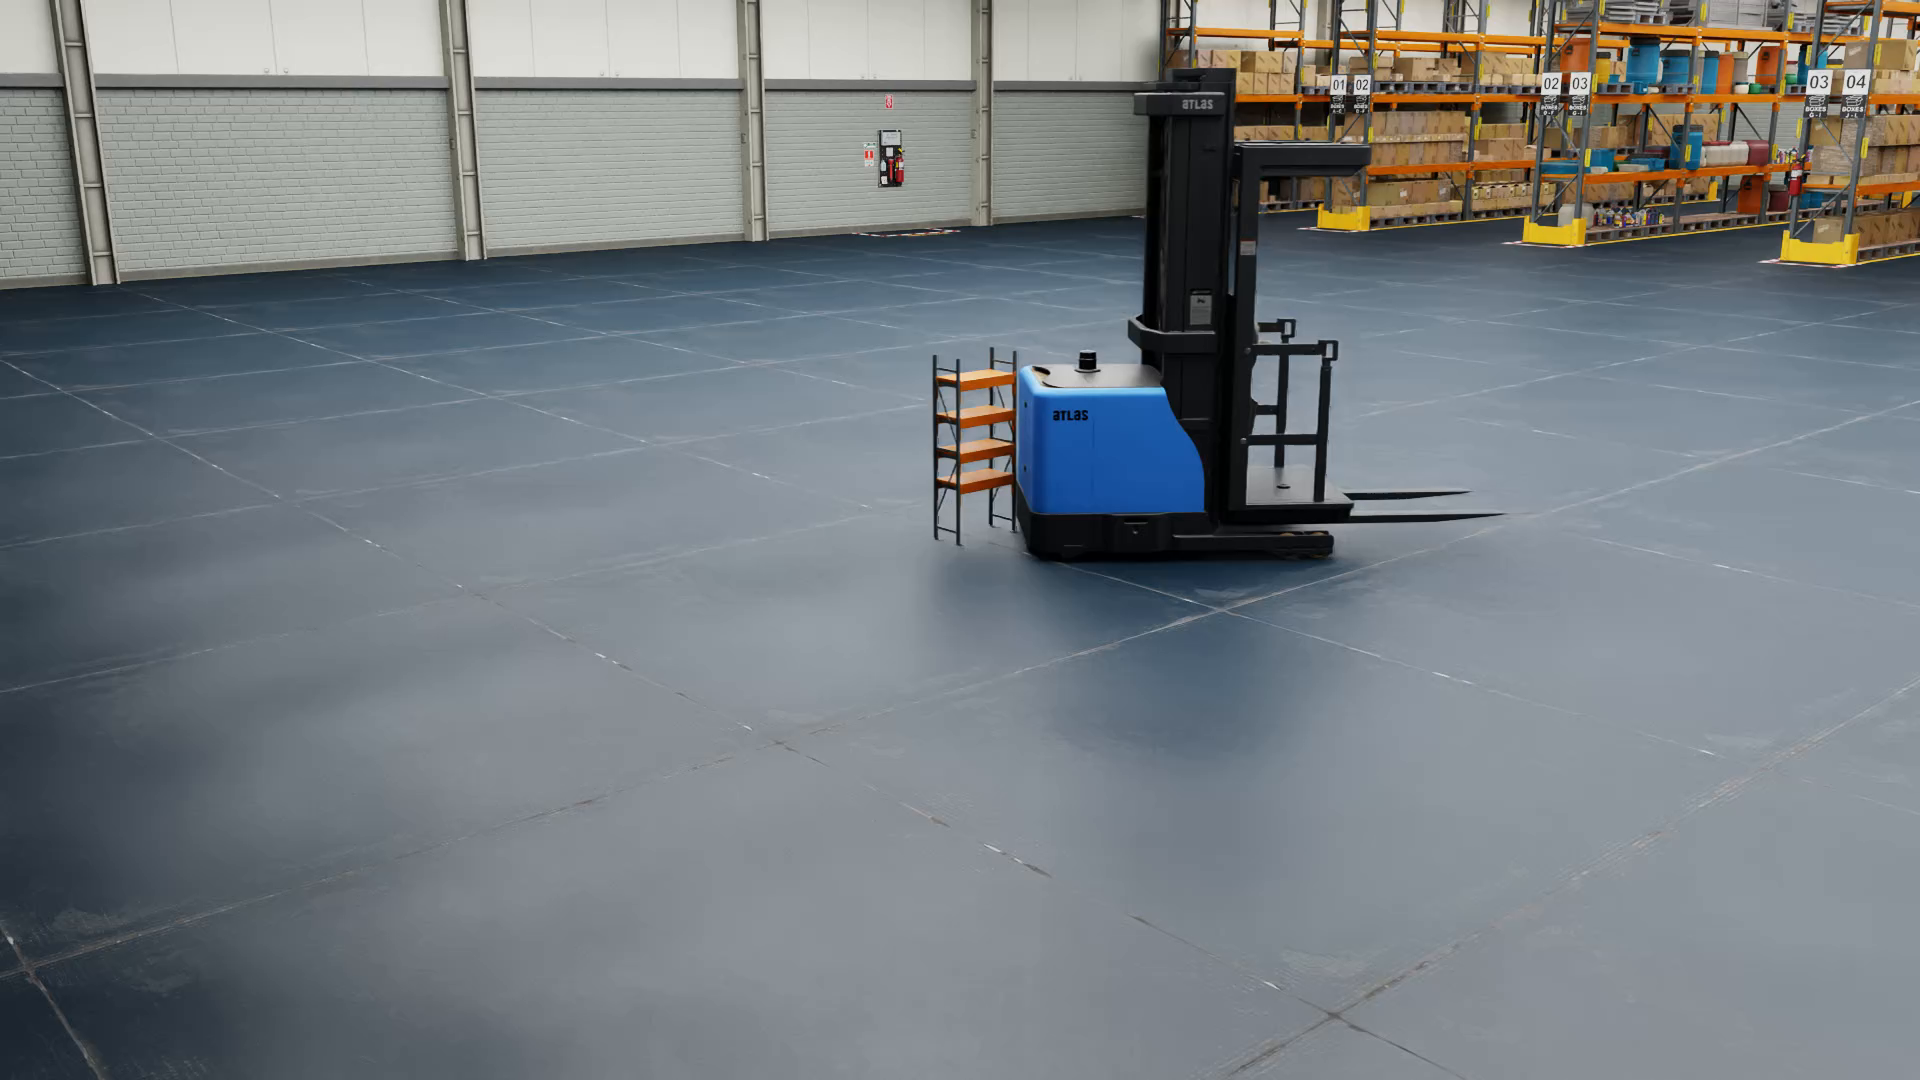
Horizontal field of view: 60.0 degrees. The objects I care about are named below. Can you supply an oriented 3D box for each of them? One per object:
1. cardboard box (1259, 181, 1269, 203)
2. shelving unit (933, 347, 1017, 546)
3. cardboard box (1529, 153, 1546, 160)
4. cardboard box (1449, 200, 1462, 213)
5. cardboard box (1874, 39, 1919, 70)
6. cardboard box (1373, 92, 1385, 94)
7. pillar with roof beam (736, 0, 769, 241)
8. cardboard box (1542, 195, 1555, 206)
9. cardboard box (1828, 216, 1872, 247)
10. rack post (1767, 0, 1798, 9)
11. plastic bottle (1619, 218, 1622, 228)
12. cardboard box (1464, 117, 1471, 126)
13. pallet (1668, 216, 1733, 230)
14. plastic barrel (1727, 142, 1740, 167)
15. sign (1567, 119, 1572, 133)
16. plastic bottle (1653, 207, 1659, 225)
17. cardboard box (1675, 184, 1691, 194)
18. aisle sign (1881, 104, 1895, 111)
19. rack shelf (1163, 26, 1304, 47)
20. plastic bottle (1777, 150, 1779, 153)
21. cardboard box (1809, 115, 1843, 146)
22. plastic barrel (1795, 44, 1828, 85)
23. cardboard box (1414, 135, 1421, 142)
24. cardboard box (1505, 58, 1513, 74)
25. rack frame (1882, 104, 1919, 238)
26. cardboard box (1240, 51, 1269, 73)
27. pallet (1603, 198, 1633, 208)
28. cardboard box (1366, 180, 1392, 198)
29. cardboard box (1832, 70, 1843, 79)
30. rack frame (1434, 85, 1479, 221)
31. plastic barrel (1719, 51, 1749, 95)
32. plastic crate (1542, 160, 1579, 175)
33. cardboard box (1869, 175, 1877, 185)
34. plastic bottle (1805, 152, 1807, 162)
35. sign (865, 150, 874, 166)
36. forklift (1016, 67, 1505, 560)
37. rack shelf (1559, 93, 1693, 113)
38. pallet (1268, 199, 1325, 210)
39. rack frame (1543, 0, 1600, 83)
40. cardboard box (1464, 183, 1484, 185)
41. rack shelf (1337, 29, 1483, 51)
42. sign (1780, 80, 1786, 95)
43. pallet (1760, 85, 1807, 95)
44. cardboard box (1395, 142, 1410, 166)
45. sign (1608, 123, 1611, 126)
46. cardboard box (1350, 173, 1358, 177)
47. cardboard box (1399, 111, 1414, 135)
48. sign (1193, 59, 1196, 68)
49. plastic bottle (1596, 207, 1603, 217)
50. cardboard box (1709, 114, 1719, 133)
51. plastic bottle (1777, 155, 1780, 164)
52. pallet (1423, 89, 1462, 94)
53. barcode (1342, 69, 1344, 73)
[{"bbox_3d":[7.307,-8.652,41.321,0.500,0.500,0.500,14,21,43],"label":"cardboard box"},{"bbox_3d":[0.097,-0.607,10.696,0.503,1.200,0.258,-13,20,-40],"label":"shelving unit"},{"bbox_3d":[13.839,-9.217,39.932,0.250,0.149,0.380,-13,19,-39],"label":"cardboard box"},{"bbox_3d":[11.112,-7.621,37.982,0.500,0.250,0.500,-13,19,-39],"label":"cardboard box"},{"bbox_3d":[16.098,-8.342,28.617,0.500,0.500,0.500,-13,20,-40],"label":"cardboard box"},{"bbox_3d":[10.715,-11.750,43.248,0.500,0.311,0.500,-13,19,-39],"label":"cardboard box"},{"bbox_3d":[-1.220,-9.468,28.758,0.400,9.000,9.100,-13,19,-39],"label":"pillar with roof beam"},{"bbox_3d":[14.099,-8.283,40.461,0.500,0.250,0.500,-12,19,-38],"label":"cardboard box"},{"bbox_3d":[15.711,-5.466,29.432,0.500,0.500,0.500,-7,17,-25],"label":"cardboard box"},{"bbox_3d":[18.108,-11.879,36.784,0.986,0.289,0.624,-13,19,-39],"label":"rack post"},{"bbox_3d":[13.200,-6.349,33.278,0.097,0.201,0.097,0,15,0],"label":"plastic bottle"},{"bbox_3d":[13.914,-11.621,46.183,0.500,0.250,0.500,-12,19,-38],"label":"cardboard box"},{"bbox_3d":[16.055,-6.904,36.186,1.213,0.211,1.003,-13,19,-39],"label":"pallet"},{"bbox_3d":[16.631,-8.347,35.969,0.421,0.512,0.421,0,15,0],"label":"plastic barrel"},{"bbox_3d":[14.703,-9.997,40.120,0.005,0.325,0.100,-13,19,-39],"label":"sign"},{"bbox_3d":[14.270,-6.670,34.189,0.185,0.351,0.144,-13,20,-41],"label":"plastic bottle"},{"bbox_3d":[19.386,-9.489,44.938,0.500,0.250,0.500,-13,19,-39],"label":"cardboard box"},{"bbox_3d":[23.479,-11.261,42.059,0.004,0.787,0.394,-13,19,-39],"label":"aisle sign"},{"bbox_3d":[6.555,-12.042,39.793,4.000,0.370,1.077,-13,19,-39],"label":"rack shelf"},{"bbox_3d":[18.972,-8.920,38.580,0.097,0.271,0.097,0,15,0],"label":"plastic bottle"},{"bbox_3d":[15.053,-7.077,28.724,0.500,0.500,0.500,-13,19,-39],"label":"cardboard box"},{"bbox_3d":[19.415,-10.833,37.896,0.708,0.901,0.600,-13,19,-39],"label":"plastic barrel"},{"bbox_3d":[9.898,-8.836,36.567,0.250,0.149,0.380,-12,19,-39],"label":"cardboard box"},{"bbox_3d":[15.204,-13.331,46.863,0.500,0.500,0.500,-13,20,-40],"label":"cardboard box"},{"bbox_3d":[17.818,-6.938,30.912,0.127,3.000,1.000,-13,19,-39],"label":"rack frame"},{"bbox_3d":[7.070,-11.498,40.002,0.500,0.500,0.500,-14,20,-41],"label":"cardboard box"},{"bbox_3d":[16.764,-8.730,43.025,1.213,0.211,1.003,-13,19,-39],"label":"pallet"},{"bbox_3d":[9.255,-7.748,37.004,0.500,0.500,0.500,-13,19,-39],"label":"cardboard box"},{"bbox_3d":[14.805,-7.938,28.360,0.250,0.149,0.380,-13,19,-39],"label":"cardboard box"},{"bbox_3d":[11.318,-8.867,38.135,0.127,3.000,1.000,-13,19,-39],"label":"rack frame"},{"bbox_3d":[16.822,-10.175,36.244,0.600,0.901,0.600,0,15,0],"label":"plastic barrel"},{"bbox_3d":[11.731,-7.296,32.540,0.616,0.251,0.499,-13,19,-39],"label":"plastic crate"},{"bbox_3d":[15.572,-6.219,28.707,0.250,0.149,0.380,-13,19,-39],"label":"cardboard box"},{"bbox_3d":[19.292,-8.828,38.082,0.185,0.351,0.144,-13,19,-39],"label":"plastic bottle"},{"bbox_3d":[-1.894,-7.956,34.655,0.234,0.329,0.001,-13,19,-39],"label":"sign"},{"bbox_3d":[1.914,-1.429,10.421,3.031,2.935,1.130,-1,15,-4],"label":"forklift"},{"bbox_3d":[13.058,-8.665,32.959,4.000,0.370,1.077,-13,19,-39],"label":"rack shelf"},{"bbox_3d":[8.650,-8.616,42.597,1.213,0.211,1.003,-13,19,-39],"label":"pallet"},{"bbox_3d":[11.549,-10.123,31.211,0.127,3.000,1.000,-13,19,-39],"label":"rack frame"},{"bbox_3d":[12.202,-8.311,39.478,0.500,0.311,0.500,-13,20,-40],"label":"cardboard box"},{"bbox_3d":[9.809,-10.886,36.236,4.000,0.370,1.077,-13,19,-39],"label":"rack shelf"},{"bbox_3d":[17.951,-9.873,36.289,0.005,0.325,0.100,-13,19,-39],"label":"sign"},{"bbox_3d":[18.226,-10.049,37.110,1.213,0.211,1.003,-13,19,-39],"label":"pallet"},{"bbox_3d":[9.433,-8.488,36.519,0.500,0.500,0.700,-12,19,-39],"label":"cardboard box"},{"bbox_3d":[16.991,-10.745,43.487,0.005,0.325,0.100,-13,19,-39],"label":"sign"},{"bbox_3d":[10.101,-9.659,43.638,0.500,0.250,0.500,-12,19,-38],"label":"cardboard box"},{"bbox_3d":[9.474,-9.126,36.396,0.500,0.500,0.700,-13,19,-39],"label":"cardboard box"},{"bbox_3d":[5.402,-10.919,38.311,0.005,0.325,0.100,-13,19,-39],"label":"sign"},{"bbox_3d":[13.082,-6.644,34.090,0.185,0.351,0.144,-12,19,-37],"label":"plastic bottle"},{"bbox_3d":[20.216,-11.303,45.120,0.500,0.500,0.500,-13,20,-40],"label":"cardboard box"},{"bbox_3d":[18.302,-8.525,37.239,0.097,0.201,0.097,0,15,0],"label":"plastic bottle"},{"bbox_3d":[13.439,-12.378,45.836,1.217,0.209,0.805,-14,20,-42],"label":"pallet"},{"bbox_3d":[8.212,-10.064,35.679,0.075,0.075,0.001,-13,19,-39],"label":"barcode"}]
